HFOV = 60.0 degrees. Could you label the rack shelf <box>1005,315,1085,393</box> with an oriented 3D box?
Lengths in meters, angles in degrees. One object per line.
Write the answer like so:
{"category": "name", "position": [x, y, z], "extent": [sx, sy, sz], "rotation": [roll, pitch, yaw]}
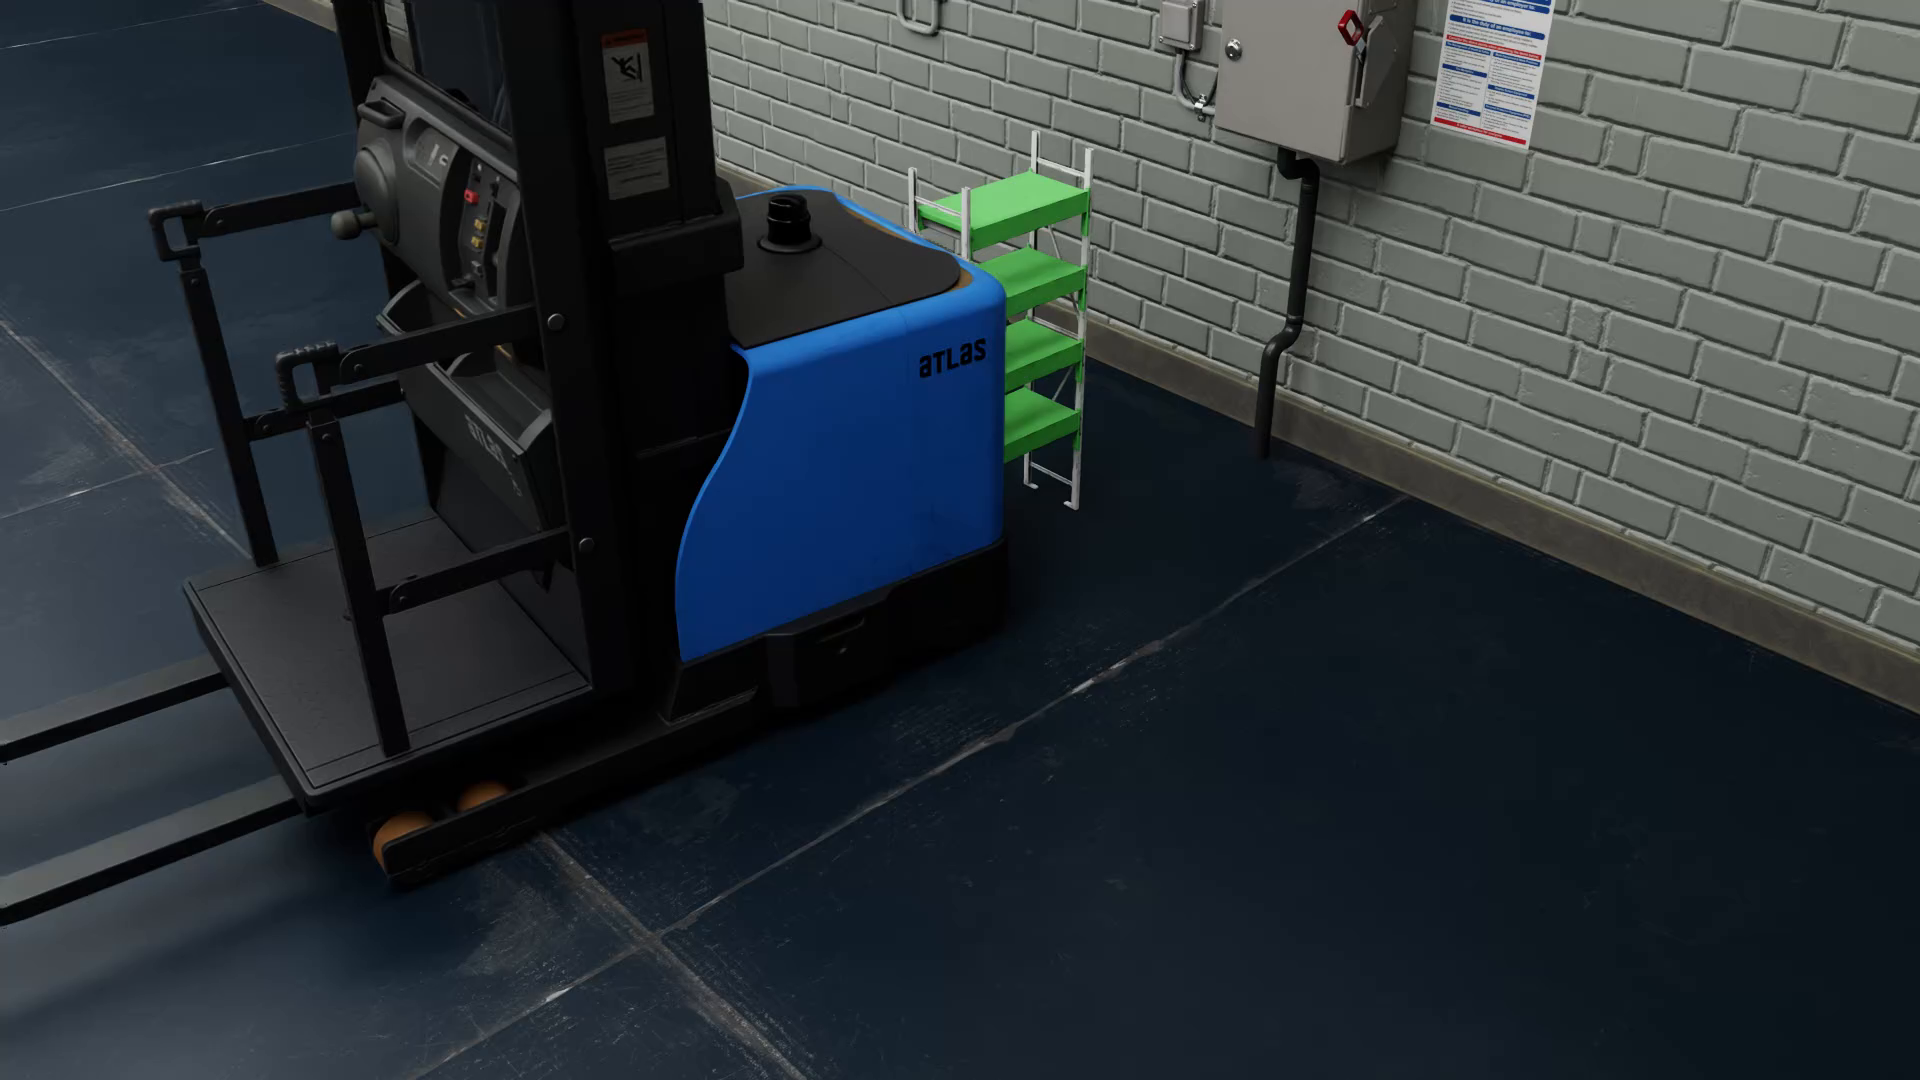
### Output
{"category": "rack shelf", "position": [0.121, -0.516, 5.066], "extent": [0.480, 0.148, 0.258], "rotation": [-26, 40, -35]}

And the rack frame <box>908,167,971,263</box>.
{"category": "rack frame", "position": [-0.058, -0.484, 4.891], "extent": [0.015, 1.200, 0.240], "rotation": [-26, 40, -35]}

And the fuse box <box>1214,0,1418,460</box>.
{"category": "fuse box", "position": [1.030, -0.998, 5.243], "extent": [0.414, 1.711, 0.539], "rotation": [-26, 40, -35]}

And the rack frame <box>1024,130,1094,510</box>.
{"category": "rack frame", "position": [0.300, -0.657, 5.175], "extent": [0.015, 1.200, 0.240], "rotation": [-26, 40, -35]}

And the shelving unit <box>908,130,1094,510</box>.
{"category": "shelving unit", "position": [0.121, -0.571, 5.033], "extent": [0.503, 1.200, 0.258], "rotation": [-26, 40, -35]}

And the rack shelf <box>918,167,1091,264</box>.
{"category": "rack shelf", "position": [0.121, -0.926, 4.816], "extent": [0.480, 0.148, 0.258], "rotation": [-26, 40, -35]}

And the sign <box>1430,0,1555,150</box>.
{"category": "sign", "position": [1.517, -1.392, 4.742], "extent": [0.001, 0.494, 0.329], "rotation": [-26, 40, -35]}

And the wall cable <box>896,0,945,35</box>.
{"category": "wall cable", "position": [-0.292, -2.850, 6.032], "extent": [0.123, 1.953, 0.585], "rotation": [-26, 40, -35]}

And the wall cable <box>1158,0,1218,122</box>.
{"category": "wall cable", "position": [0.681, -2.298, 5.160], "extent": [0.122, 1.984, 0.588], "rotation": [-26, 40, -35]}

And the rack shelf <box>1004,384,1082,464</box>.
{"category": "rack shelf", "position": [0.121, -0.311, 5.192], "extent": [0.480, 0.148, 0.258], "rotation": [-26, 40, -35]}

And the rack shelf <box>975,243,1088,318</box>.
{"category": "rack shelf", "position": [0.121, -0.721, 4.941], "extent": [0.480, 0.148, 0.258], "rotation": [-26, 40, -35]}

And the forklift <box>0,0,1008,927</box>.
{"category": "forklift", "position": [-1.357, -0.756, 3.676], "extent": [3.031, 2.935, 1.130], "rotation": [-21, 37, -30]}
